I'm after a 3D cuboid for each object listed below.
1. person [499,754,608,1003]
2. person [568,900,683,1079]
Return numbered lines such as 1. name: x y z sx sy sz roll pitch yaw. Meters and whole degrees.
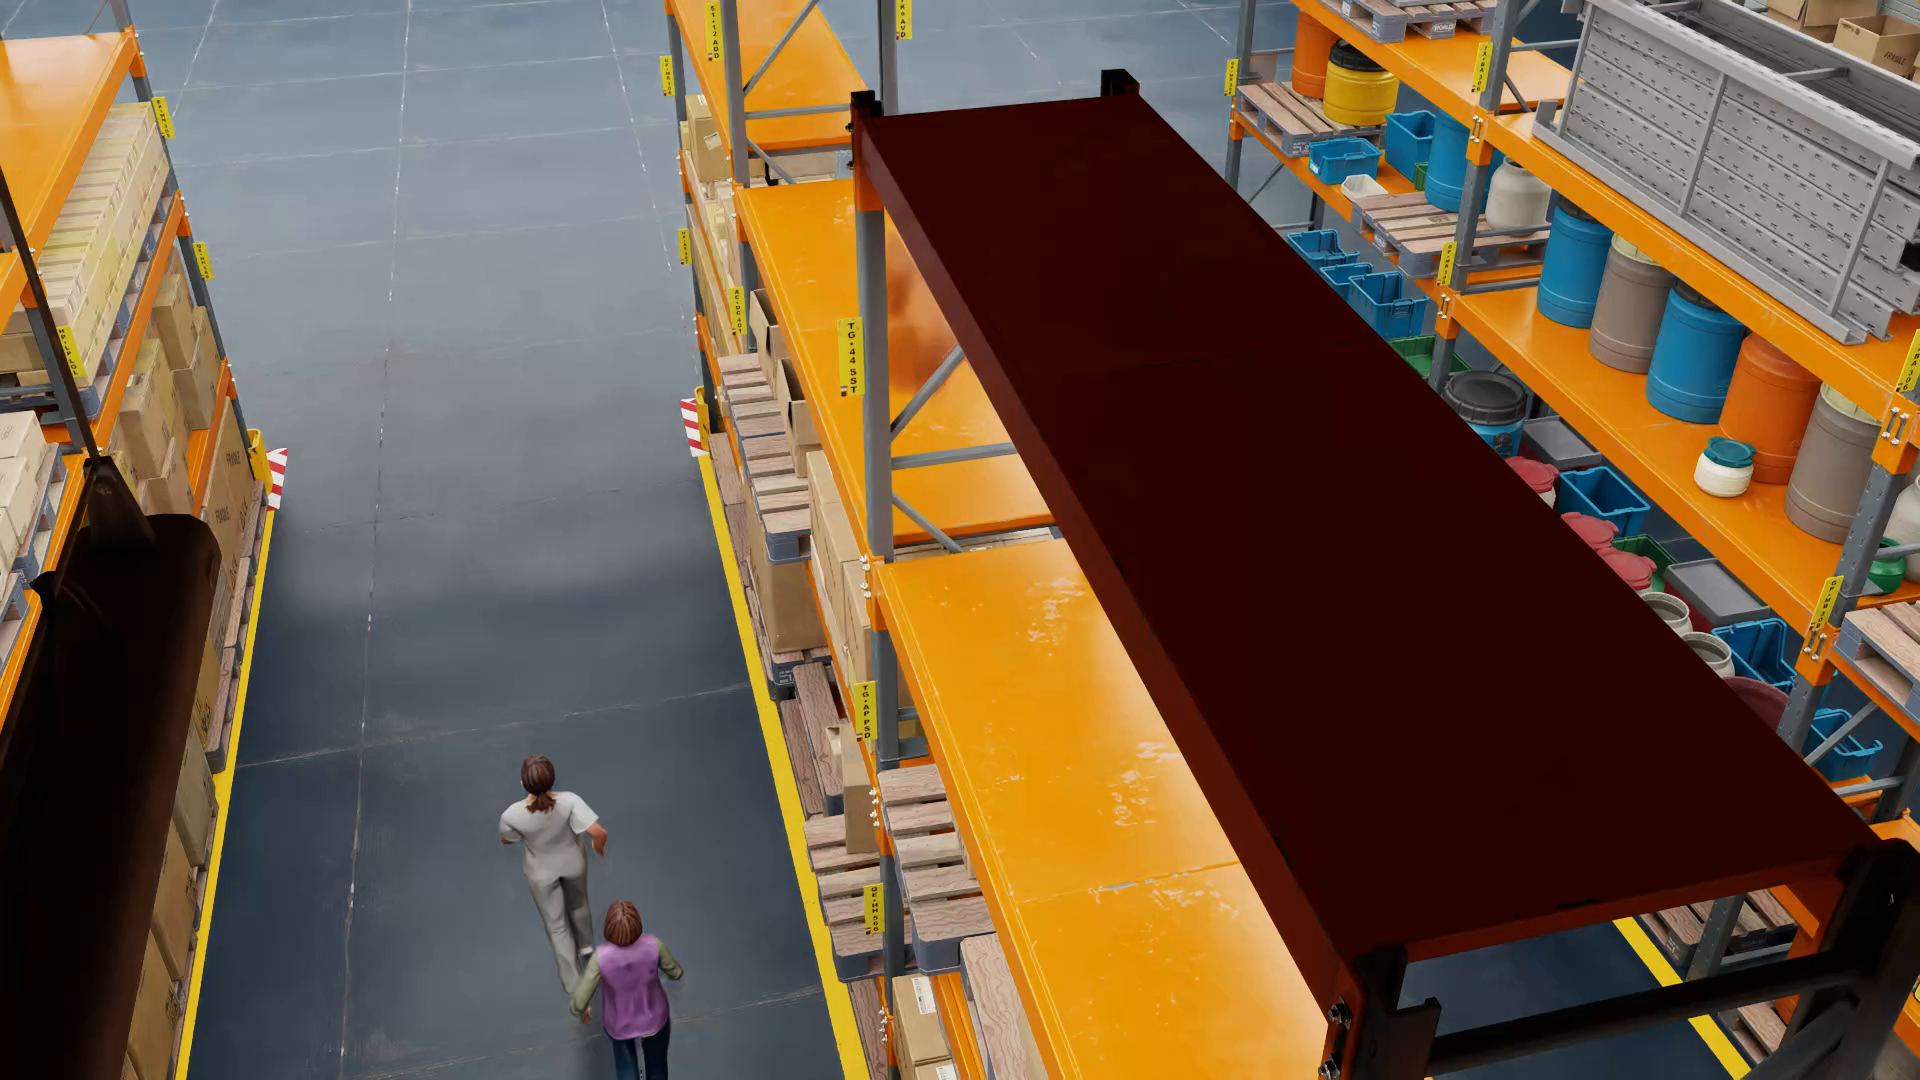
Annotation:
1. person: -2.257 1.887 9.371 0.533 1.773 0.723 -15 37 -21
2. person: -1.705 2.448 8.619 0.577 1.593 0.592 -8 35 -12
